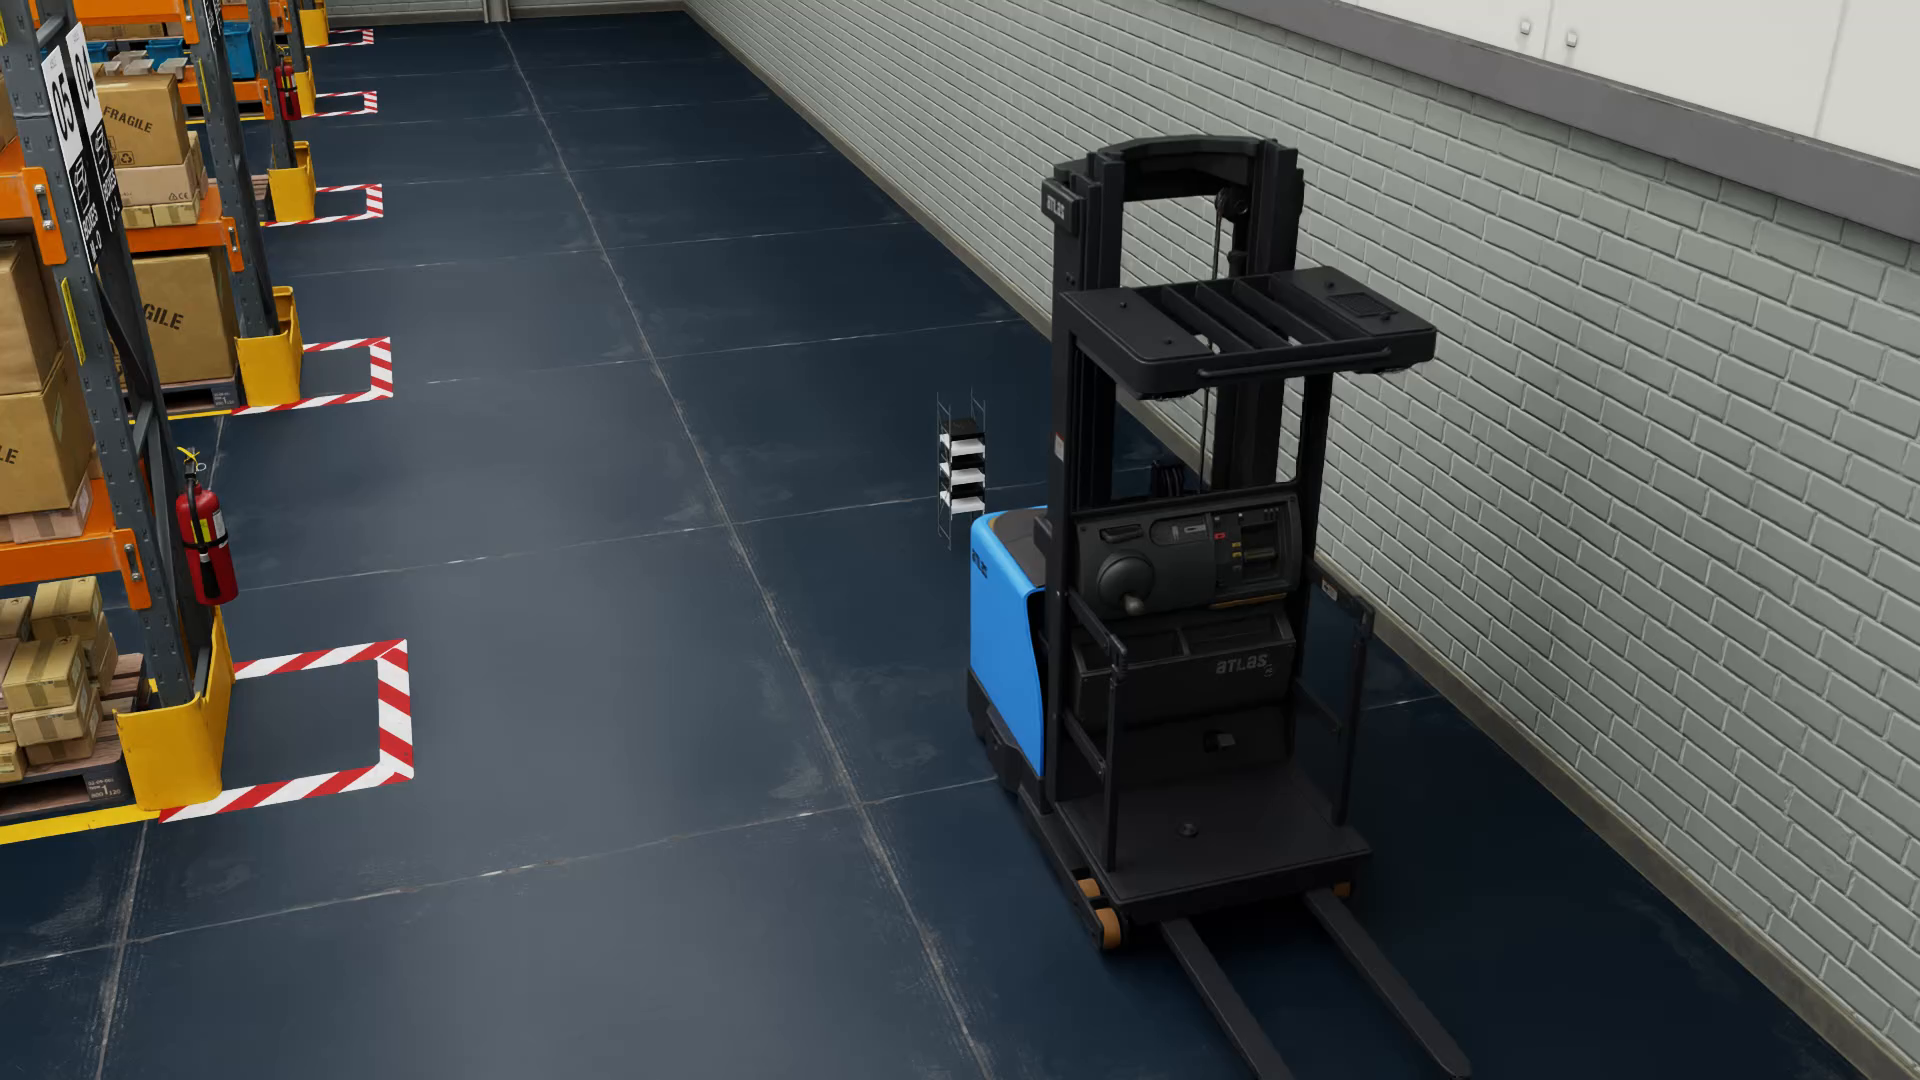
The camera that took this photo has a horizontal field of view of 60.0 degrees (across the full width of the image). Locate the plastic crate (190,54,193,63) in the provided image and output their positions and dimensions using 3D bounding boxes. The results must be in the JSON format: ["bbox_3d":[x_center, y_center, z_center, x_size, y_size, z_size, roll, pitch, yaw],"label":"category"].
[{"bbox_3d":[-7.212,-4.629,15.930,0.298,0.136,0.250,-8,28,-16],"label":"plastic crate"}]

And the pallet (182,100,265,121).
[{"bbox_3d":[-8.906,-5.349,20.288,1.213,0.211,1.003,-8,28,-16],"label":"pallet"}]

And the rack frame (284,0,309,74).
[{"bbox_3d":[-8.076,-6.719,19.910,0.127,3.000,1.000,-8,28,-16],"label":"rack frame"}]

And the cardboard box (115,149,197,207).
[{"bbox_3d":[-5.390,-2.417,11.079,0.500,0.250,0.500,-9,28,-17],"label":"cardboard box"}]

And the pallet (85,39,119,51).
[{"bbox_3d":[-12.669,-7.085,23.783,1.213,0.211,1.003,-8,28,-16],"label":"pallet"}]

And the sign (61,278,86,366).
[{"bbox_3d":[-3.419,-0.842,6.414,0.005,0.325,0.100,-8,28,-16],"label":"sign"}]

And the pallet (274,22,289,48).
[{"bbox_3d":[-10.349,-7.421,24.460,1.213,0.211,1.003,-8,28,-16],"label":"pallet"}]

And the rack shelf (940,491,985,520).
[{"bbox_3d":[0.008,-0.213,9.647,0.200,0.077,0.258,-8,28,-16],"label":"rack shelf"}]

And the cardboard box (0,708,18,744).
[{"bbox_3d":[-4.250,0.743,7.279,0.250,0.149,0.380,-9,28,-17],"label":"cardboard box"}]

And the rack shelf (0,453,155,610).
[{"bbox_3d":[-5.473,0.179,6.826,4.000,0.370,1.077,-8,28,-16],"label":"rack shelf"}]

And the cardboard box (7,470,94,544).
[{"bbox_3d":[-3.794,-0.142,6.945,0.250,0.149,0.380,-8,28,-16],"label":"cardboard box"}]

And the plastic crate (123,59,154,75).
[{"bbox_3d":[-7.544,-4.310,15.288,0.243,0.136,0.396,-8,28,-16],"label":"plastic crate"}]

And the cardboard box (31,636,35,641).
[{"bbox_3d":[-4.427,0.514,7.740,0.250,0.149,0.380,-8,28,-16],"label":"cardboard box"}]

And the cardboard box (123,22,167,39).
[{"bbox_3d":[-11.706,-7.528,23.878,0.500,0.500,0.700,-8,27,-15],"label":"cardboard box"}]

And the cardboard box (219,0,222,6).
[{"bbox_3d":[-8.909,-6.514,19.385,0.500,0.500,0.500,-8,28,-16],"label":"cardboard box"}]

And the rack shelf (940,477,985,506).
[{"bbox_3d":[0.008,-0.294,9.607,0.200,0.077,0.258,-8,28,-16],"label":"rack shelf"}]

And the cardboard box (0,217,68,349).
[{"bbox_3d":[-4.081,-1.095,7.011,0.500,0.500,0.500,-8,28,-16],"label":"cardboard box"}]

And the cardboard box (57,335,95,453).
[{"bbox_3d":[-4.084,-0.652,7.243,0.500,0.500,0.500,-7,27,-14],"label":"cardboard box"}]

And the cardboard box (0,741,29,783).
[{"bbox_3d":[-4.221,0.909,7.280,0.250,0.149,0.380,-7,27,-15],"label":"cardboard box"}]

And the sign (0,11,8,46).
[{"bbox_3d":[-3.419,-1.922,5.878,0.005,0.325,0.100,-8,28,-16],"label":"sign"}]

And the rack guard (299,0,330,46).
[{"bbox_3d":[-9.590,-7.696,24.691,0.348,0.500,1.175,-8,28,-16],"label":"rack guard"}]

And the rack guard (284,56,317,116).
[{"bbox_3d":[-8.148,-5.589,20.445,0.348,0.500,1.175,-8,28,-16],"label":"rack guard"}]

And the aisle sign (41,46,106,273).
[{"bbox_3d":[-3.409,-1.466,6.407,0.004,0.787,0.394,-8,28,-16],"label":"aisle sign"}]

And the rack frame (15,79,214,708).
[{"bbox_3d":[-3.571,-0.419,7.220,0.127,3.000,1.000,-8,28,-16],"label":"rack frame"}]

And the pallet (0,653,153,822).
[{"bbox_3d":[-4.427,0.938,7.624,1.213,0.211,1.003,-8,28,-16],"label":"pallet"}]

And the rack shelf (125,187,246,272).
[{"bbox_3d":[-6.913,-1.932,11.078,4.000,0.370,1.077,-8,28,-16],"label":"rack shelf"}]

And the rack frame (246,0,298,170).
[{"bbox_3d":[-6.545,-4.624,15.691,0.127,3.000,1.000,-8,28,-16],"label":"rack frame"}]

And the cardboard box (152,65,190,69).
[{"bbox_3d":[-9.631,-5.592,20.237,0.500,0.250,0.500,-8,28,-16],"label":"cardboard box"}]

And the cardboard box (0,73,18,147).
[{"bbox_3d":[-4.077,-1.741,6.680,0.500,0.250,0.500,-7,27,-14],"label":"cardboard box"}]

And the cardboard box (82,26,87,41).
[{"bbox_3d":[-12.674,-7.390,23.601,0.500,0.500,0.700,-8,27,-15],"label":"cardboard box"}]

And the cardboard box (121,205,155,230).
[{"bbox_3d":[-5.495,-2.193,11.076,0.250,0.149,0.380,-8,27,-16],"label":"cardboard box"}]

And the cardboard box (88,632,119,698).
[{"bbox_3d":[-4.169,0.607,7.888,0.250,0.149,0.380,-8,27,-15],"label":"cardboard box"}]

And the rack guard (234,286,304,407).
[{"bbox_3d":[-4.988,-1.414,12.035,0.348,0.500,1.175,-8,28,-16],"label":"rack guard"}]

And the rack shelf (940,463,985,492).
[{"bbox_3d":[0.008,-0.374,9.567,0.200,0.077,0.258,-8,28,-16],"label":"rack shelf"}]

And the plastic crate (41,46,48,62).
[{"bbox_3d":[-8.419,-4.458,15.478,0.300,0.233,0.416,-8,28,-16],"label":"plastic crate"}]

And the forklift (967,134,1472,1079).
[{"bbox_3d":[0.961,0.094,6.264,1.130,2.935,3.031,-8,27,-16],"label":"forklift"}]

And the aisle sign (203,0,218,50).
[{"bbox_3d":[-4.850,-3.577,10.659,0.004,0.787,0.394,-8,28,-16],"label":"aisle sign"}]

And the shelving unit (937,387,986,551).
[{"bbox_3d":[0.008,-0.404,9.552,0.210,0.900,0.258,-8,28,-16],"label":"shelving unit"}]

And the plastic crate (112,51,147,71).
[{"bbox_3d":[-7.857,-4.535,15.741,0.298,0.136,0.250,-8,28,-16],"label":"plastic crate"}]

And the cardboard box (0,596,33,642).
[{"bbox_3d":[-4.400,0.421,7.594,0.250,0.149,0.380,-8,27,-15],"label":"cardboard box"}]

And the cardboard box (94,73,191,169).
[{"bbox_3d":[-5.393,-2.754,10.914,0.500,0.500,0.500,-8,27,-15],"label":"cardboard box"}]

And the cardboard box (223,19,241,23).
[{"bbox_3d":[-10.723,-7.674,24.173,0.500,0.500,0.700,-8,28,-16],"label":"cardboard box"}]

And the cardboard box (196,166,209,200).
[{"bbox_3d":[-5.451,-2.508,11.711,0.250,0.149,0.380,-8,27,-16],"label":"cardboard box"}]

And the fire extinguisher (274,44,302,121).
[{"bbox_3d":[-6.261,-4.251,15.446,0.183,0.674,0.296,-8,28,-16],"label":"fire extinguisher"}]

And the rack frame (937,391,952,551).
[{"bbox_3d":[-0.089,-0.390,9.524,0.006,0.900,0.240,-8,28,-16],"label":"rack frame"}]

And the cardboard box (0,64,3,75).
[{"bbox_3d":[-4.079,-1.967,6.572,0.500,0.250,0.500,-8,27,-15],"label":"cardboard box"}]

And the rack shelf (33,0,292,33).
[{"bbox_3d":[-9.977,-6.121,19.516,4.000,0.370,1.077,-8,28,-16],"label":"rack shelf"}]

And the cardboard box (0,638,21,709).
[{"bbox_3d":[-4.253,0.594,7.245,0.250,0.149,0.380,-8,27,-15],"label":"cardboard box"}]
